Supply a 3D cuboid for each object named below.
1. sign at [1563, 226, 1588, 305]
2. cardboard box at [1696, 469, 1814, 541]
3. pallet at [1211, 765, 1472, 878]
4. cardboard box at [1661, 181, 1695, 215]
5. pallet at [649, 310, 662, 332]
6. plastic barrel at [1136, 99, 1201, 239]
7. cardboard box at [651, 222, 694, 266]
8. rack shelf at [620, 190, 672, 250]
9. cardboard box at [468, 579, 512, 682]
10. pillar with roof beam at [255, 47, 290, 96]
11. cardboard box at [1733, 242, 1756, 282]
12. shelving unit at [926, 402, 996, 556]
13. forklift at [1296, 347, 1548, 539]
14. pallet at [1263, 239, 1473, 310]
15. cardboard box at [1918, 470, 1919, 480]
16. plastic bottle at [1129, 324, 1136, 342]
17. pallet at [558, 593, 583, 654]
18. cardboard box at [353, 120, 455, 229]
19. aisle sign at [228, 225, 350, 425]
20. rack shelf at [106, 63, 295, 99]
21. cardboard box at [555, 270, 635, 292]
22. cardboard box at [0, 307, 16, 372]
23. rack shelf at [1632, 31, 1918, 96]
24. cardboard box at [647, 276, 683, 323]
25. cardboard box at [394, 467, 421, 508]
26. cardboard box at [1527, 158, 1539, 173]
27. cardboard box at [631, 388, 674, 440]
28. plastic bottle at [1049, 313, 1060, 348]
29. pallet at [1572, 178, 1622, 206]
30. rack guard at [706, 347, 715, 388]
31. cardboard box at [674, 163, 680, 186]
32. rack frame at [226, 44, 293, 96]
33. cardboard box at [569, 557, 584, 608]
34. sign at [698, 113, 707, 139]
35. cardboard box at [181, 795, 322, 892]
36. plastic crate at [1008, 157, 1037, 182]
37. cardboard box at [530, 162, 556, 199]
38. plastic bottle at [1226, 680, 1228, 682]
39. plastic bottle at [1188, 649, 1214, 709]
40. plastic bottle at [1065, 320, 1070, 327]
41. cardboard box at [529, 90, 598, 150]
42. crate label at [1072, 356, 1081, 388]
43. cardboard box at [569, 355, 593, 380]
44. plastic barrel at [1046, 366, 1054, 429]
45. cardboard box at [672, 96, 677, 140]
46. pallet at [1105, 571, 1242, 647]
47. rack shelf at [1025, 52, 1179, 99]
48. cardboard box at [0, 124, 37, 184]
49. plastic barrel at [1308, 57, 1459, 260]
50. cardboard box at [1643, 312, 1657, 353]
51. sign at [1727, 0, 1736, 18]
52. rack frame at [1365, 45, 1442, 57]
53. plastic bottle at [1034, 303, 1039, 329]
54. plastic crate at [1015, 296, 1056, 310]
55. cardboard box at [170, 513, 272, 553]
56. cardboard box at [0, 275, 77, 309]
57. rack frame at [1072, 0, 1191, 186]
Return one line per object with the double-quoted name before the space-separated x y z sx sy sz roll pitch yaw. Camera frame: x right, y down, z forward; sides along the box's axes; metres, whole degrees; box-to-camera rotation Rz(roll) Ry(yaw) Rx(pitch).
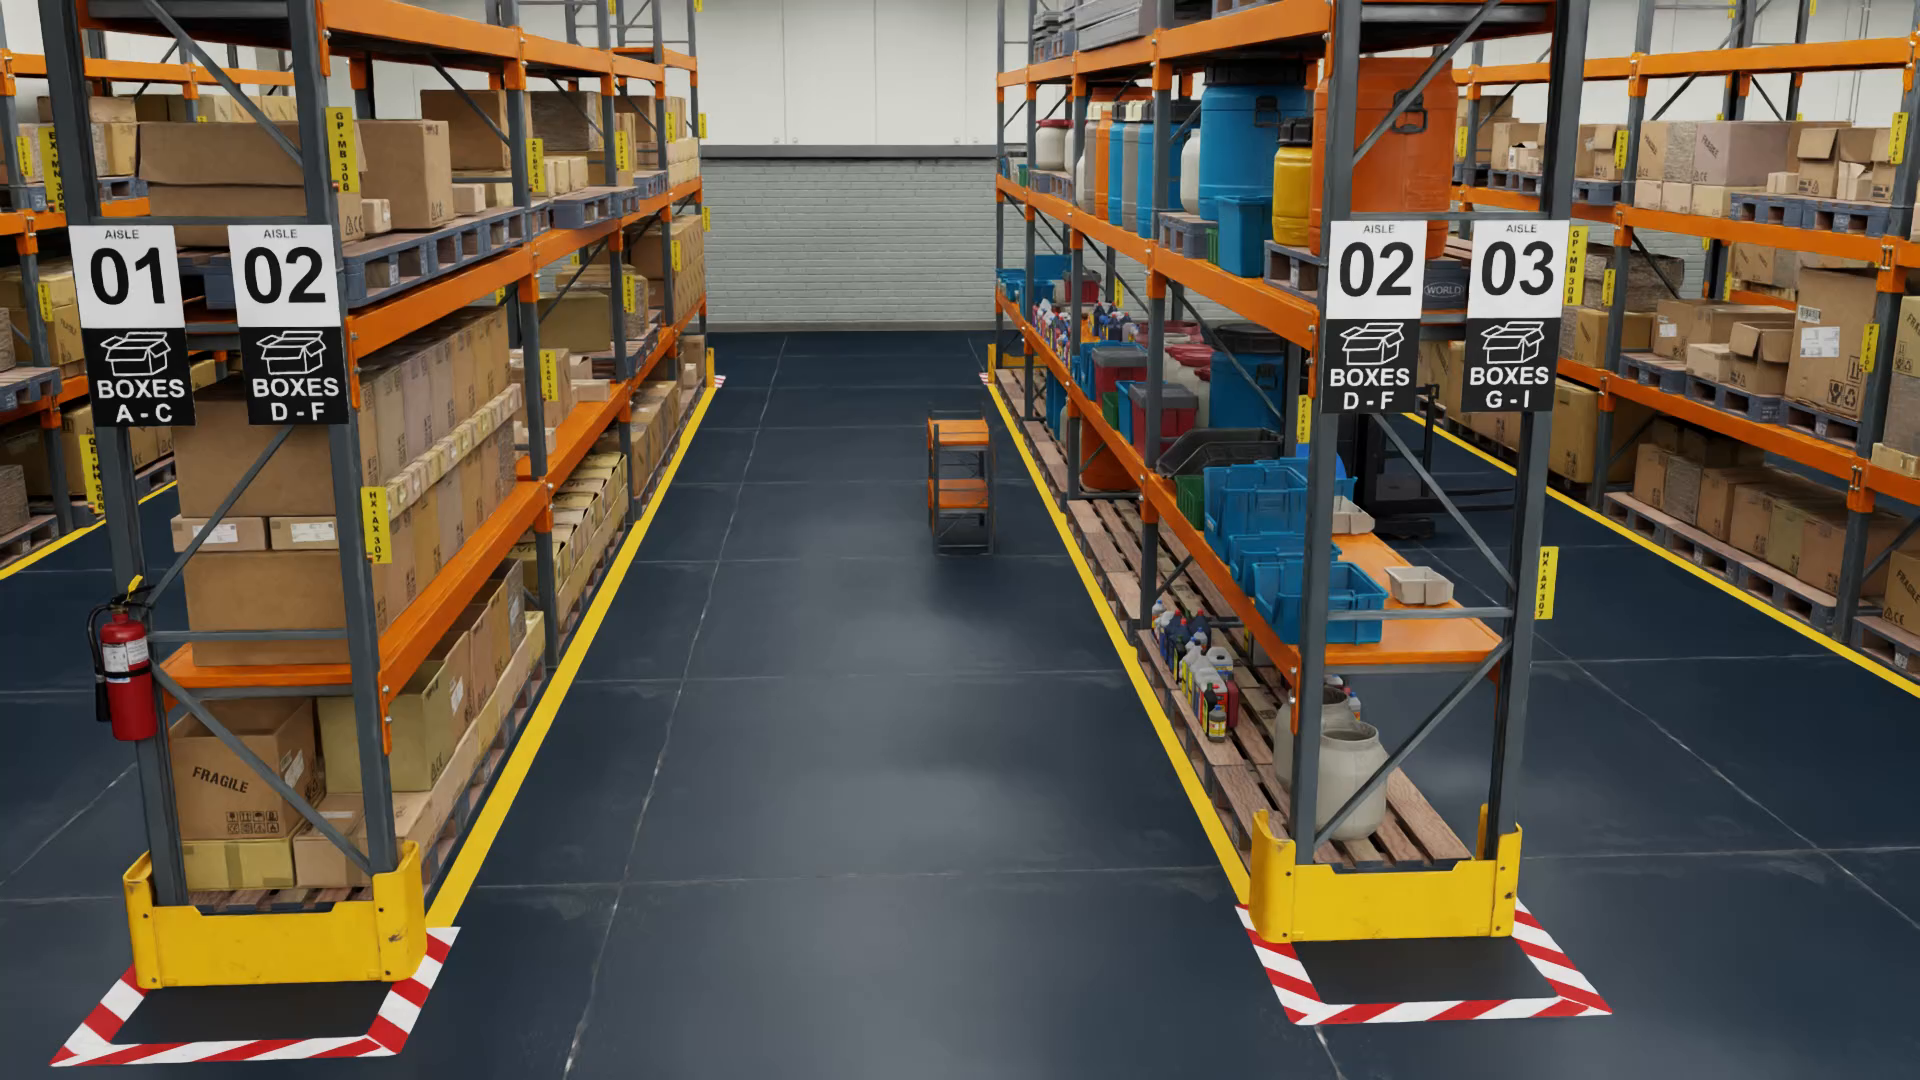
"sign" 2.536 -1.136 6.884 0.100 0.325 0.005 -1 14 -3
"cardboard box" 6.585 -0.295 13.787 0.700 0.500 0.500 0 14 1
"pallet" 1.890 1.459 8.434 1.003 0.211 1.213 -1 14 -3
"cardboard box" 6.241 -2.869 13.939 0.500 0.250 0.500 -1 14 -2
"pallet" -3.760 -2.287 17.780 1.003 0.211 1.213 -1 14 -3
"plastic barrel" 1.491 -2.485 11.139 0.600 0.901 0.708 -1 14 -3
"cardboard box" -3.546 -3.619 20.365 0.500 0.500 0.500 0 14 -2
"rack shelf" -3.577 -3.187 16.318 1.077 0.370 4.000 -1 14 -3
"cardboard box" -2.904 0.535 9.597 0.500 0.500 0.500 -1 14 -3
"pillar with roof beam" -5.626 -7.128 24.170 9.100 9.000 0.400 -1 14 -3
"cardboard box" 10.706 -3.722 22.177 0.500 0.500 0.500 -1 14 -3
"shelving unit" 0.000 -0.546 14.393 0.538 1.125 1.048 -1 14 -3
"forklift" 3.725 -1.557 14.697 3.031 2.935 1.130 -2 15 -8
"pallet" 2.033 -1.240 7.685 1.003 0.211 1.213 -1 14 -3
"cardboard box" 6.441 -0.439 10.716 0.380 0.149 0.250 -1 14 -3
"plastic bottle" 1.736 -2.028 16.646 0.097 0.271 0.097 0 14 0
"pallet" -3.290 0.577 11.860 1.003 0.211 1.213 -1 14 -3
"cardboard box" -2.787 -1.785 8.102 0.500 0.500 0.500 -1 14 -3
"aisle sign" -2.647 -0.843 6.567 0.394 0.787 0.004 -1 14 -3
"rack shelf" -8.768 -5.364 19.560 1.077 0.370 4.000 -1 14 -3
"cardboard box" -3.789 -2.541 17.338 0.700 0.500 0.500 1 14 5
"cardboard box" -8.358 -1.653 13.847 0.700 0.500 0.500 -3 15 -10
"rack shelf" 6.559 -3.603 12.719 1.077 0.370 4.000 -1 14 -3
"cardboard box" -3.460 -2.760 19.032 0.500 0.500 0.500 -1 14 -2
"cardboard box" -2.813 -0.250 7.975 0.380 0.149 0.250 -1 14 -4
"cardboard box" 6.129 -3.894 17.283 0.380 0.149 0.250 -1 15 -6
"cardboard box" -3.362 -1.341 17.854 0.500 0.500 0.500 -1 14 -3
"plastic bottle" 0.982 -2.135 16.903 0.144 0.351 0.185 -1 14 -3
"pallet" 6.342 -3.258 15.529 1.213 0.211 1.003 0 14 -1
"rack guard" -3.944 -2.346 22.640 1.175 0.500 0.348 -1 14 -3
"cardboard box" -3.511 -4.210 19.149 0.500 0.250 0.500 -1 14 -3
"rack frame" -8.892 -6.403 21.353 1.000 3.000 0.127 -1 14 -3
"cardboard box" -3.013 0.306 11.992 0.500 0.250 0.500 -1 14 -2
"sign" -3.393 -5.460 21.932 0.100 0.325 0.005 -1 14 -3
"cardboard box" -3.285 1.403 7.727 0.500 0.250 0.500 -1 14 -3
"plastic crate" 0.825 -4.490 20.176 0.437 0.282 0.530 -1 14 -3
"cardboard box" -3.262 -2.651 12.247 0.500 0.250 0.500 -2 15 -8
"plastic bottle" 1.562 0.916 9.678 0.097 0.201 0.097 0 14 0
"plastic bottle" 1.425 0.810 9.793 0.144 0.351 0.185 0 14 -1
"plastic bottle" 1.099 -2.109 16.962 0.097 0.271 0.097 0 14 0
"cardboard box" -3.474 -3.680 14.580 0.500 0.500 0.500 -1 14 -3
"crate label" 1.143 -1.469 14.554 0.303 0.233 0.416 -1 14 -3
"cardboard box" -3.474 -1.451 14.326 0.500 0.311 0.500 0 14 0
"plastic barrel" 1.260 -1.707 18.511 0.600 0.901 0.708 -1 14 -3
"cardboard box" -3.695 -4.937 19.467 0.700 0.500 0.500 -1 14 -3
"pallet" 1.652 0.489 12.200 1.003 0.211 1.213 -1 14 -3
"rack shelf" 1.367 -4.522 16.288 1.077 0.370 4.000 -1 14 -3
"cardboard box" -8.484 -3.340 14.384 0.700 0.500 0.500 -2 15 -8
"plastic barrel" 1.830 -1.654 7.212 0.600 0.830 0.708 -1 14 -3
"cardboard box" 6.676 -1.911 15.734 0.500 0.500 0.500 0 14 -2
"sign" 10.354 -7.166 22.286 0.100 0.325 0.005 -1 14 -3
"rack frame" 5.939 -6.633 22.245 1.000 3.000 0.127 -1 14 -3
"plastic bottle" 0.849 -2.468 18.335 0.061 0.283 0.133 -1 14 -3
"plastic crate" 0.906 -2.826 19.922 0.437 0.125 0.590 -1 14 -3
"cardboard box" -3.171 -0.051 7.201 0.380 0.149 0.250 -1 14 -4
"cardboard box" -8.169 -2.198 14.705 0.500 0.250 0.500 -1 14 -2
"rack frame" 1.491 -4.566 14.215 1.000 3.000 0.127 -1 14 -3
